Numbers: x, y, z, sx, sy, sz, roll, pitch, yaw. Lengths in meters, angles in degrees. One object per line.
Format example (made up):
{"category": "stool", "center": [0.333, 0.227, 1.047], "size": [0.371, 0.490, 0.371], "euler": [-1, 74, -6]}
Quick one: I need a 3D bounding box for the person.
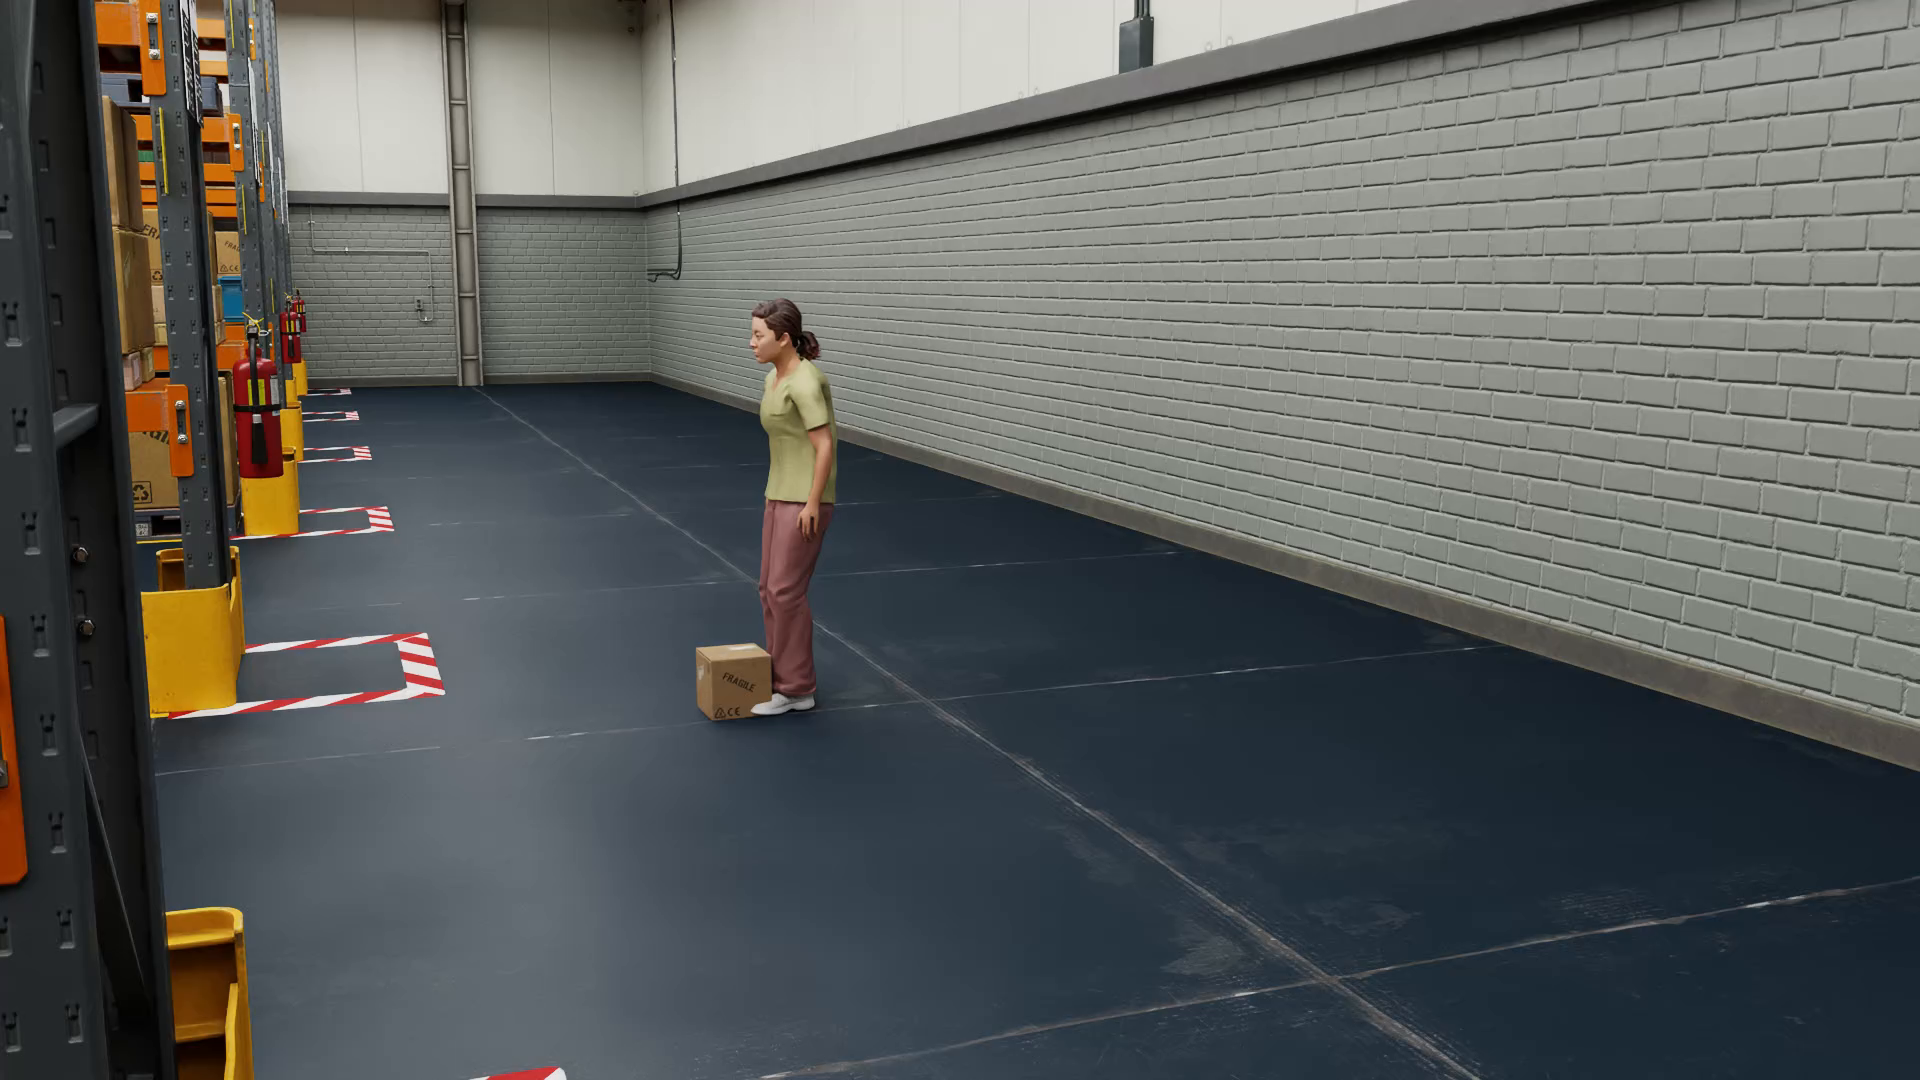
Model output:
{"category": "person", "center": [-0.716, -0.139, 6.751], "size": [0.416, 1.671, 0.509], "euler": [-4, 10, -24]}
